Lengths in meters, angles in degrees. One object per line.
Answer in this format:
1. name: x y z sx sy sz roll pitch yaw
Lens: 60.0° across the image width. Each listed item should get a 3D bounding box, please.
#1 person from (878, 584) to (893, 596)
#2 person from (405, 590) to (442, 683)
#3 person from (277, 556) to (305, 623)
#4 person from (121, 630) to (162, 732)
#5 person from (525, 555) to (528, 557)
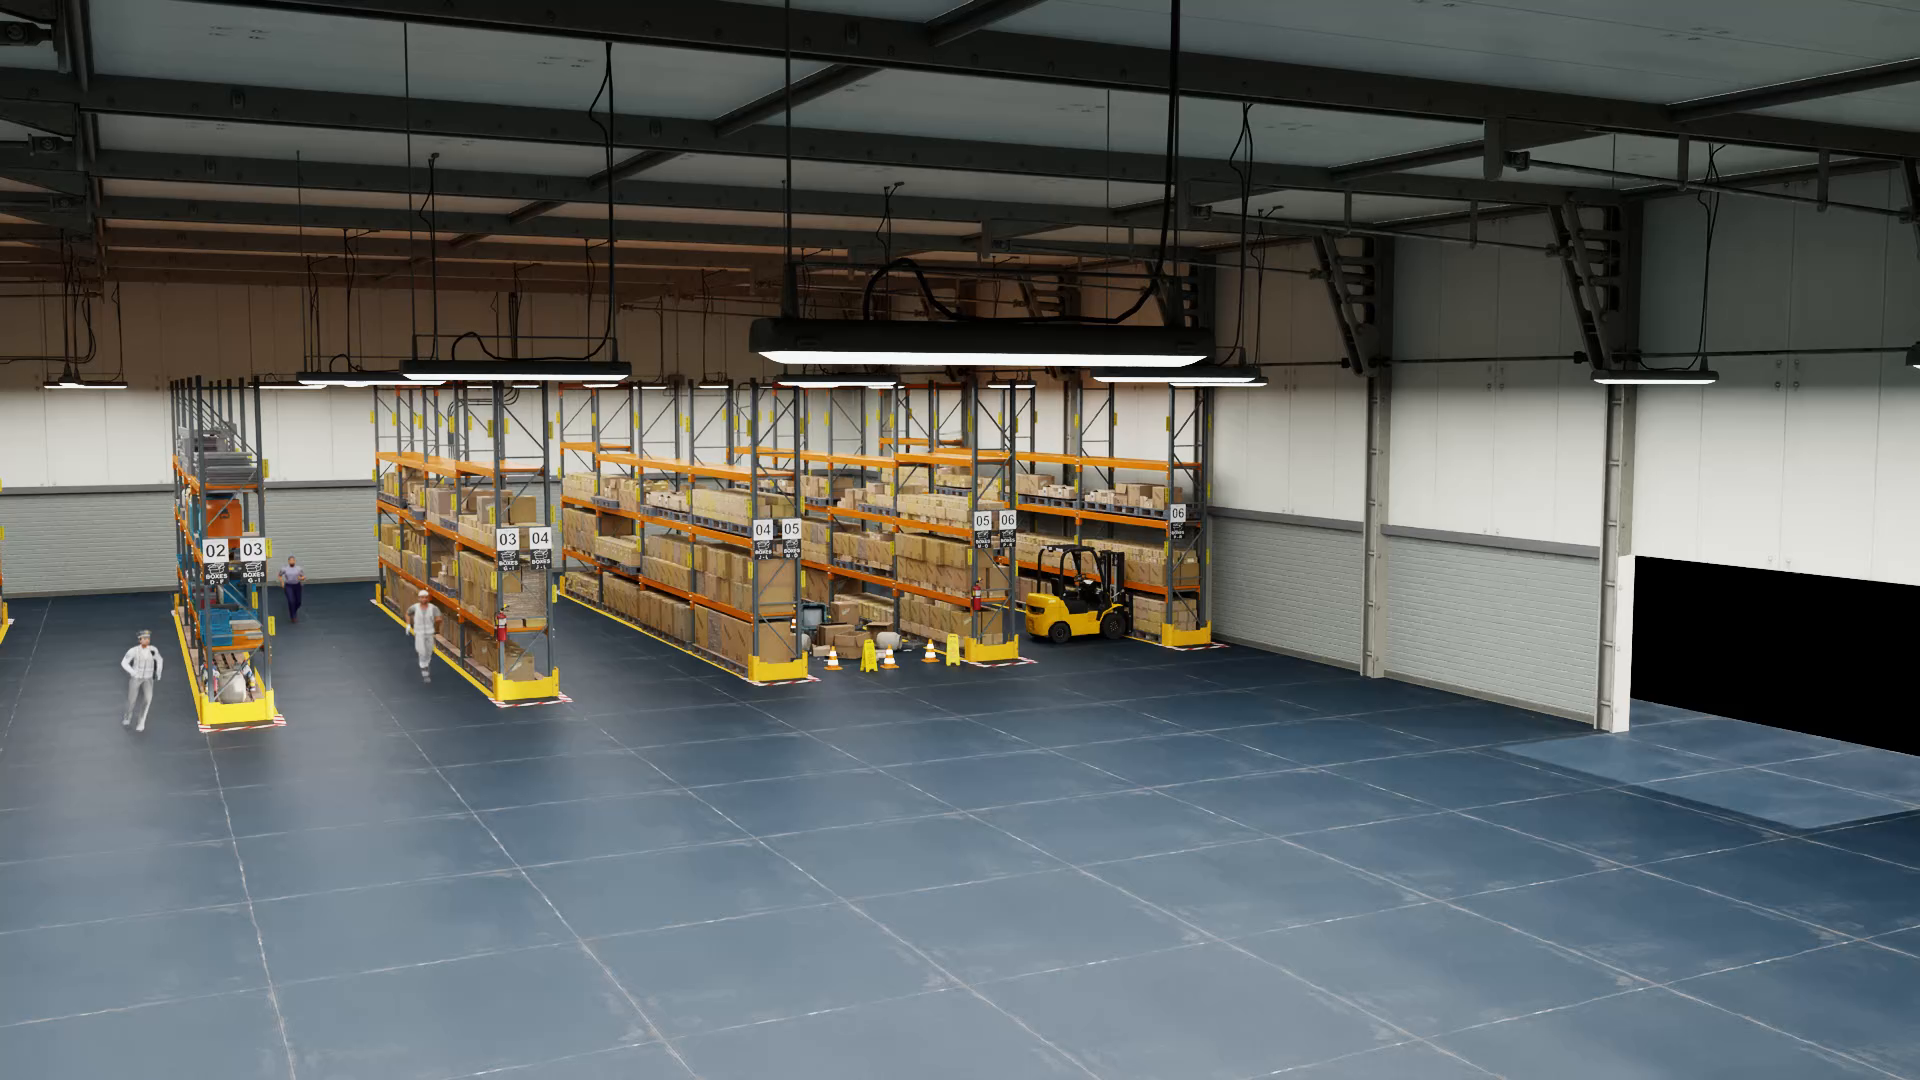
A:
1. person: -2.047 0.645 44.948 0.555 1.761 0.669 -3 6 -30
2. person: -10.590 1.872 32.876 0.660 1.790 0.984 -3 6 -28
3. person: -16.635 1.215 41.443 0.615 1.623 0.913 -4 6 -36
4. person: -13.925 2.388 28.342 0.678 1.716 0.663 -4 6 -35
5. person: -12.383 0.799 46.488 0.612 1.580 0.523 0 5 2
